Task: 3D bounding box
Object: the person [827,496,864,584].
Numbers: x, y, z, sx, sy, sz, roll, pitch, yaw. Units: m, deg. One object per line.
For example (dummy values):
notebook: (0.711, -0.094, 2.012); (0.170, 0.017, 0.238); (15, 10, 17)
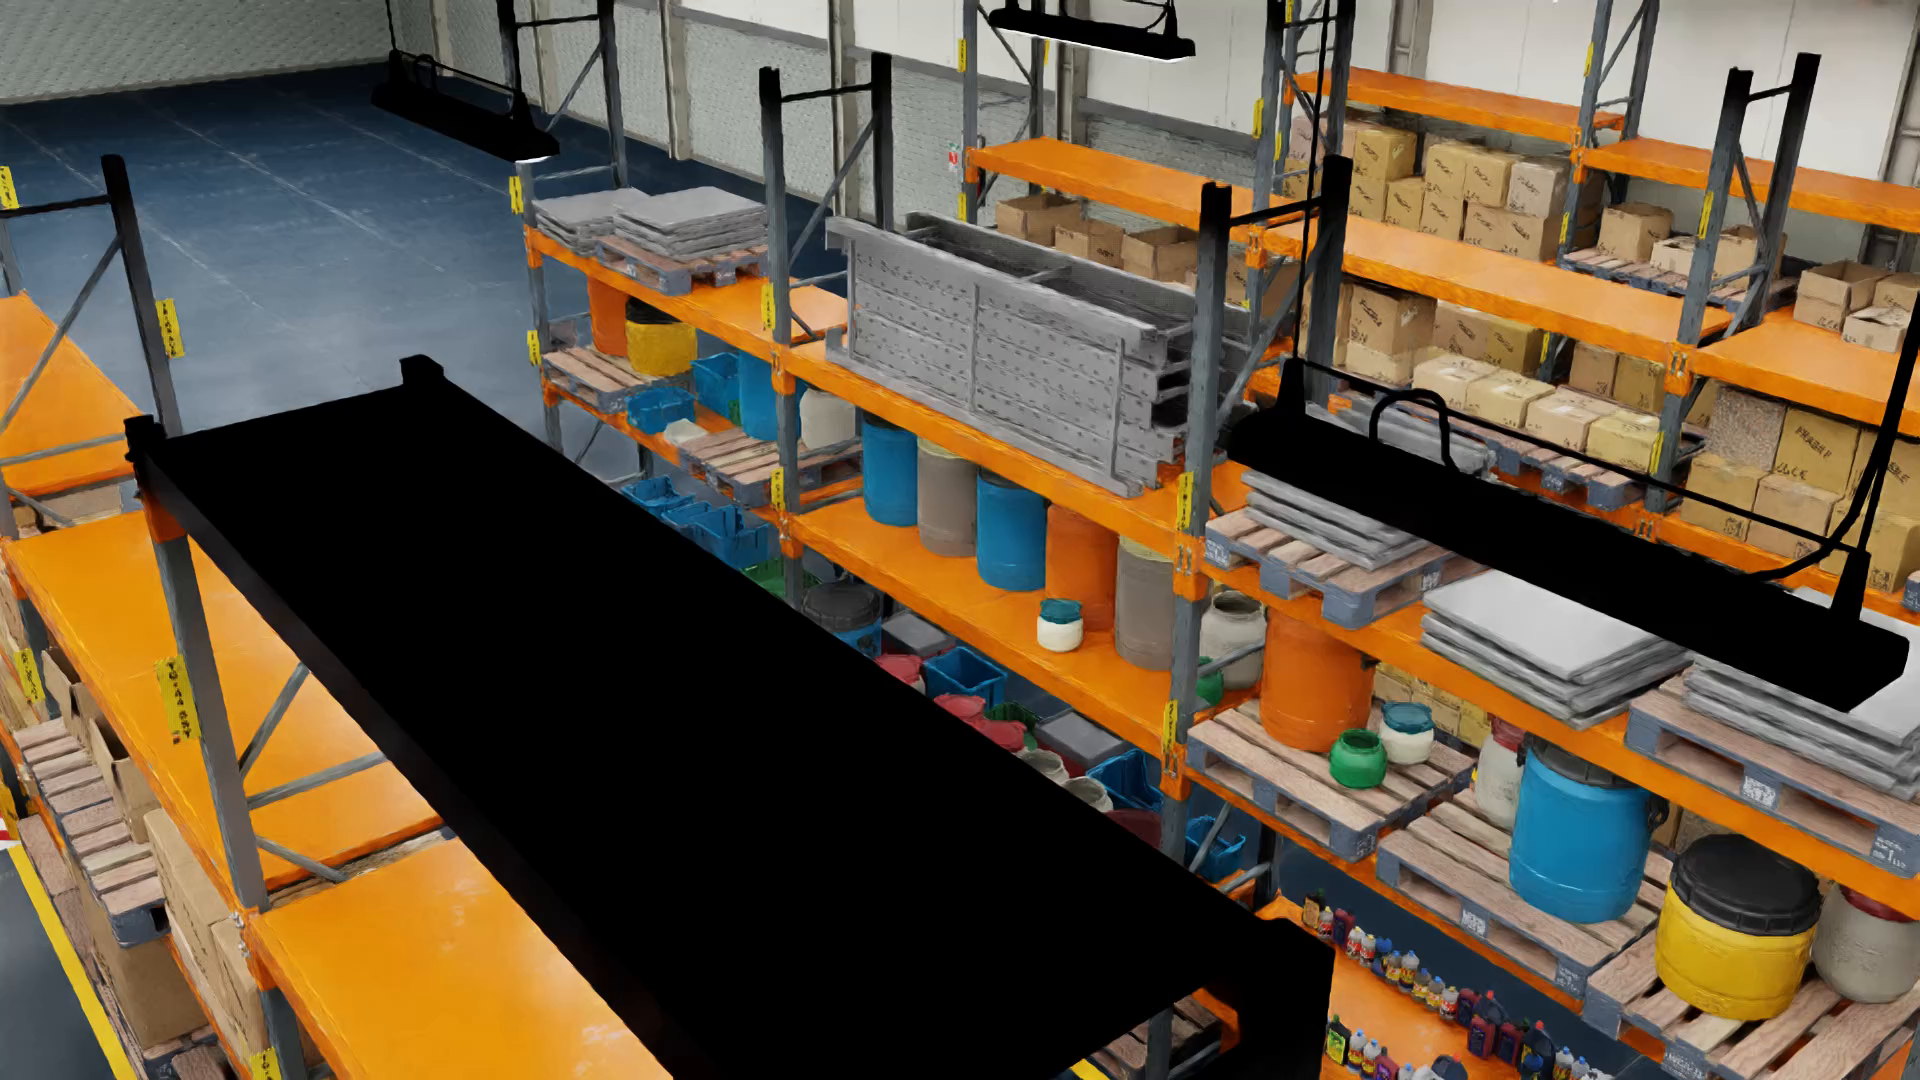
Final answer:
person: (-1.094, 0.091, 16.305); (0.458, 1.543, 0.885); (-6, 27, -13)
